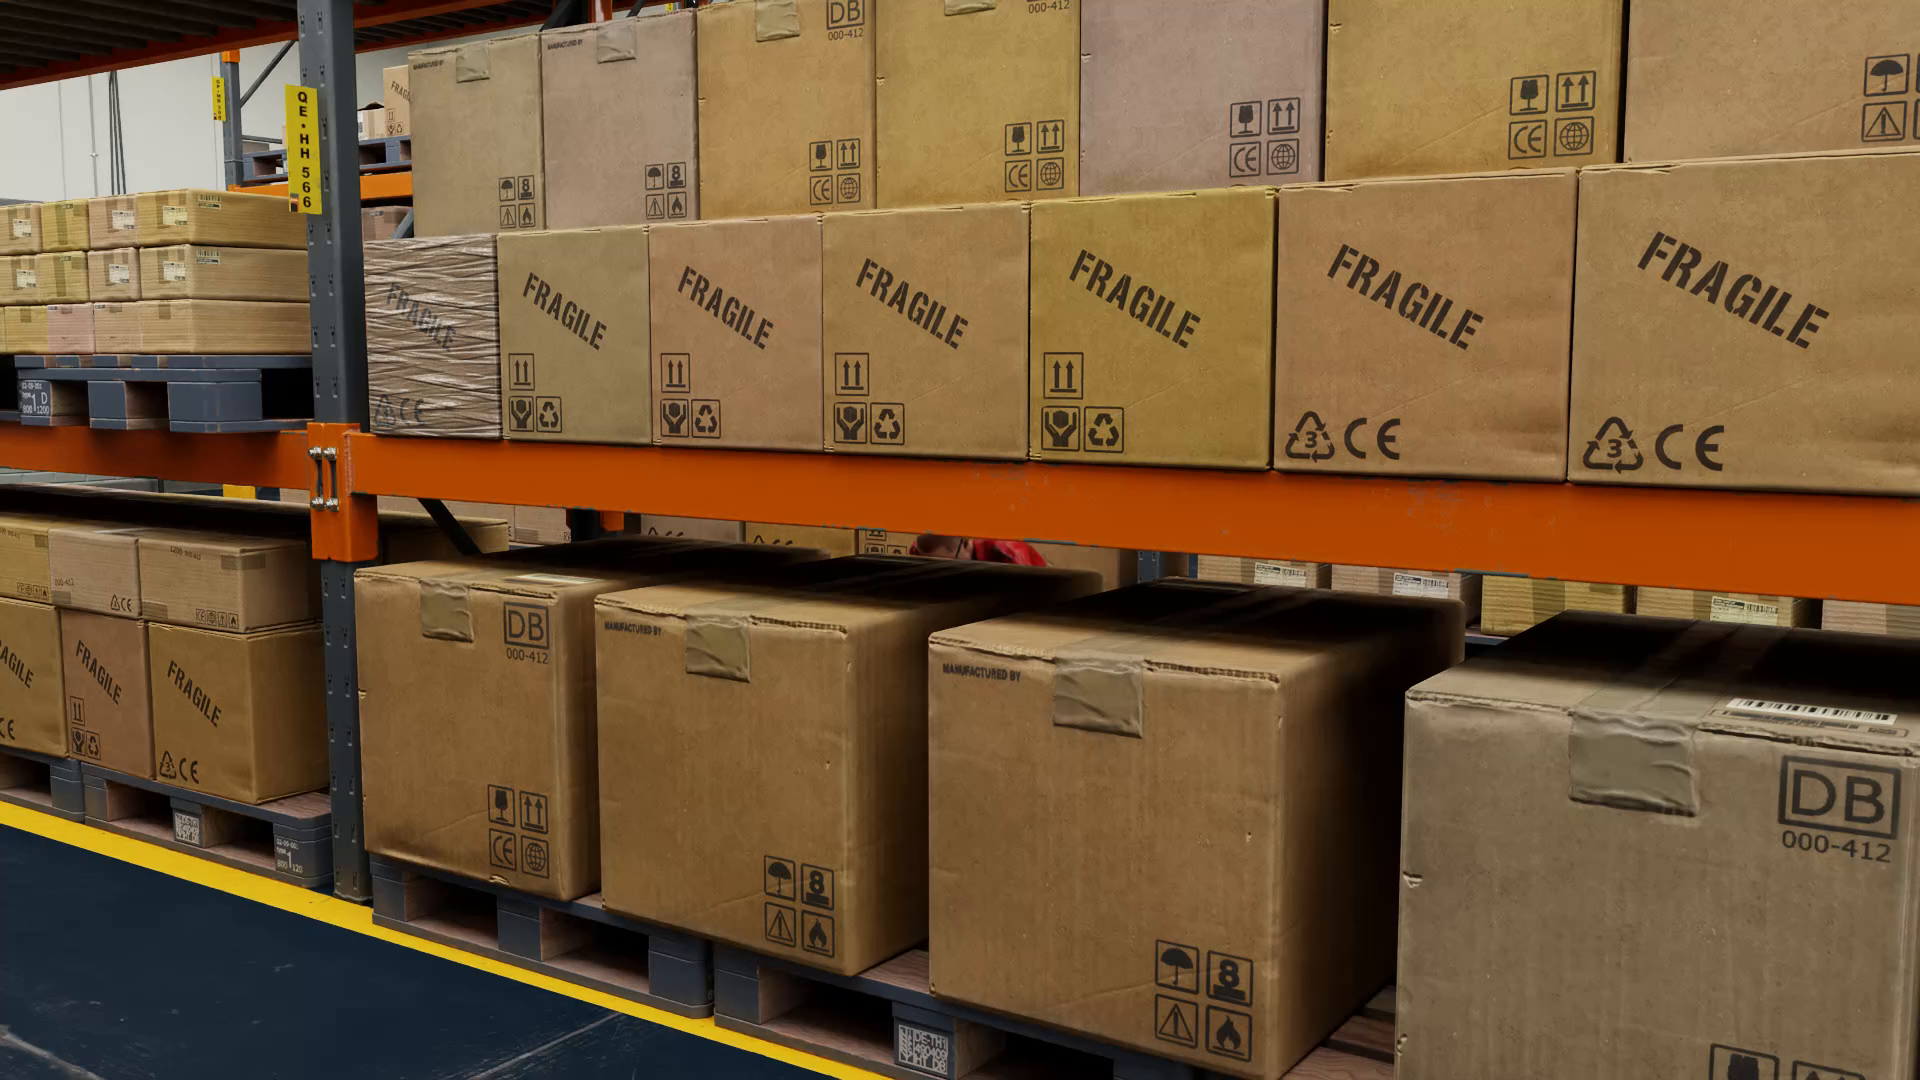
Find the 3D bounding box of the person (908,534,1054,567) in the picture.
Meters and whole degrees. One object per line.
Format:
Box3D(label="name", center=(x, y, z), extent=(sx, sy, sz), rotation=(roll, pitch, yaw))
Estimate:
Box3D(label="person", center=(0.083, 0.355, 6.105), extent=(0.536, 0.977, 0.908), rotation=(4, 7, 32))
